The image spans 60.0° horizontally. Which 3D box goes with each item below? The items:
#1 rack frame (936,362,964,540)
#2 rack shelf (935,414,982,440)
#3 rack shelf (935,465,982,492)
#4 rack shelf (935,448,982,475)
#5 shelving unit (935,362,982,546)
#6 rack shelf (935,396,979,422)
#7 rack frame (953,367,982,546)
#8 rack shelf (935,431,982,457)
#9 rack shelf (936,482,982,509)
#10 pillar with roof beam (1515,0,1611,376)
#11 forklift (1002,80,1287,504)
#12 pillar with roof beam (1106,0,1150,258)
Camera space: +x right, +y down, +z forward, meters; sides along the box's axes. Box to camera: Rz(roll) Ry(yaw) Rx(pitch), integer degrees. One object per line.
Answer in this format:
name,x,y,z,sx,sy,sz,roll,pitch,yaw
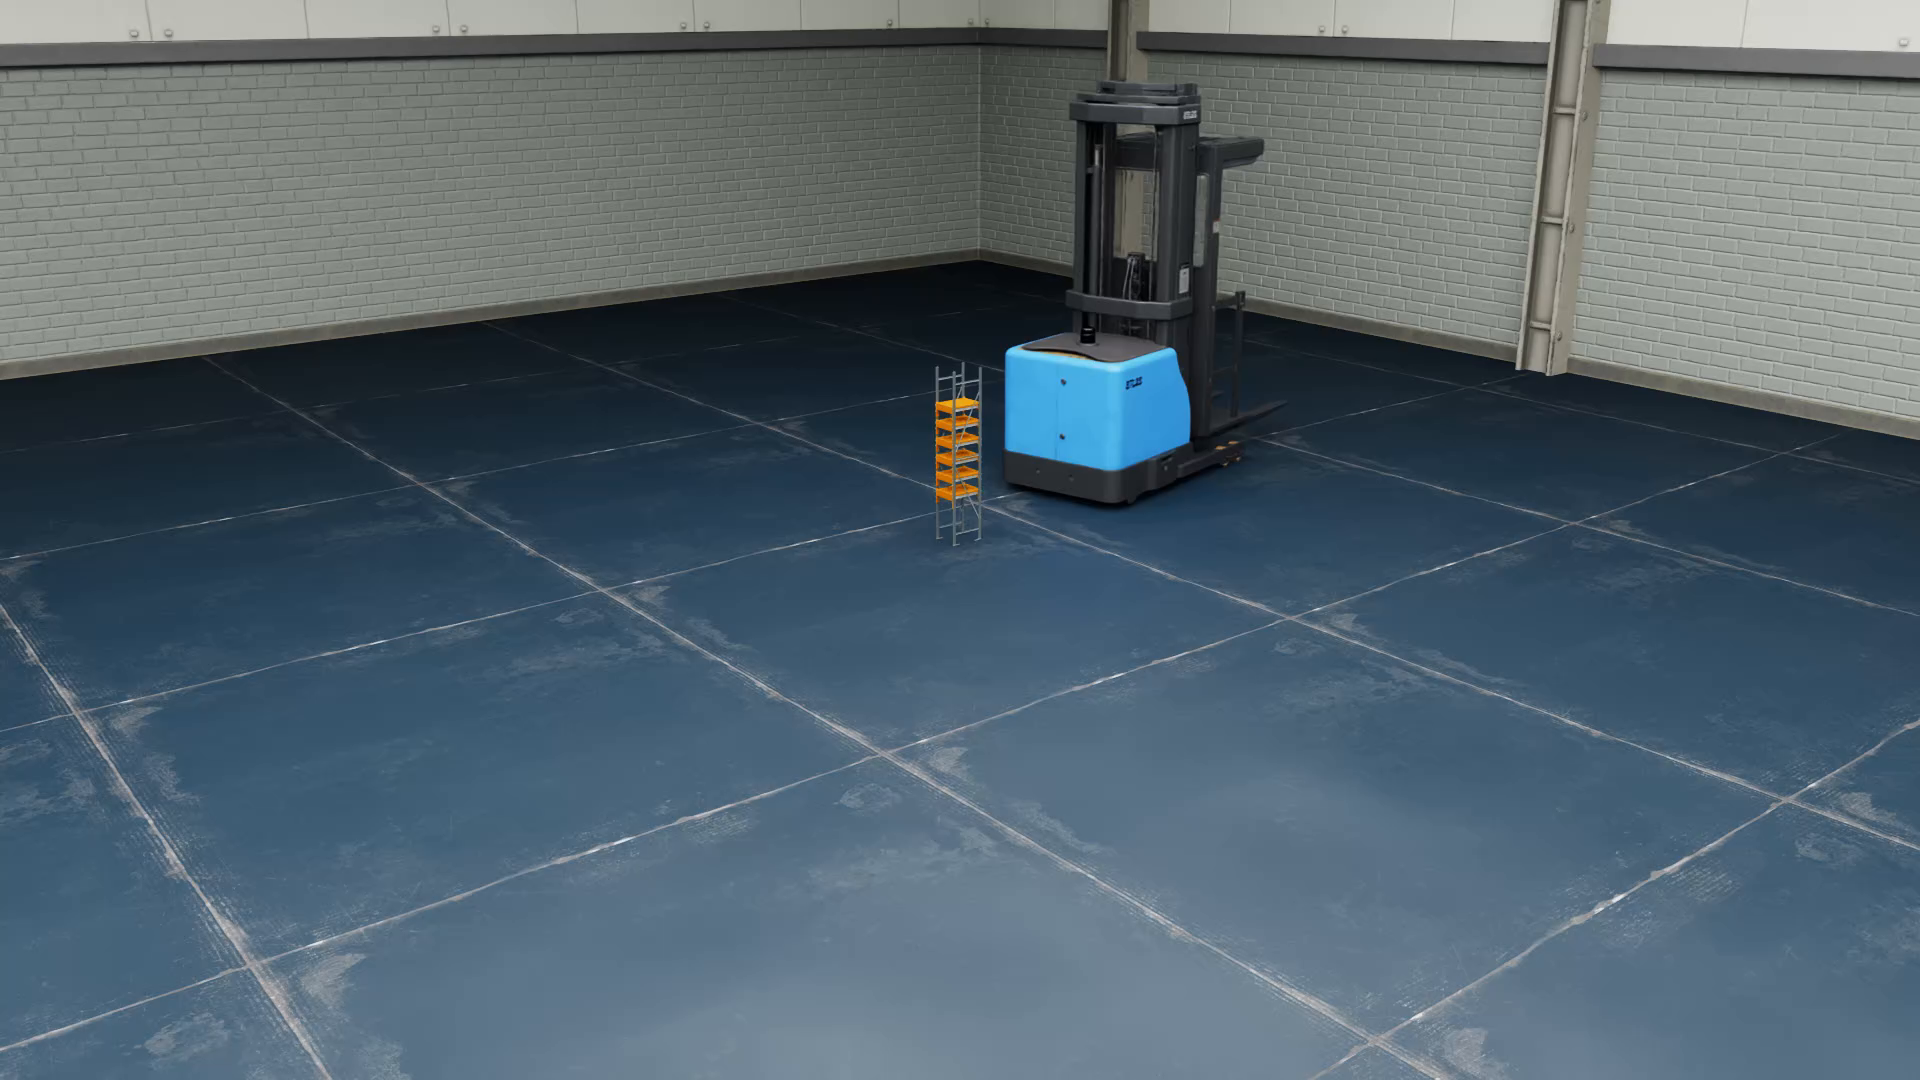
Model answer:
rack frame,-0.066,-0.596,11.253,0.240,1.200,0.006,-14,23,-36
rack shelf,-0.009,-0.759,11.123,0.258,0.103,0.180,-14,23,-36
rack shelf,-0.009,-0.417,11.236,0.258,0.103,0.180,-14,23,-36
rack shelf,-0.009,-0.531,11.199,0.258,0.103,0.180,-14,23,-36
shelving unit,-0.009,-0.573,11.185,0.258,1.200,0.189,-14,23,-36
rack shelf,-0.009,-0.873,11.085,0.258,0.103,0.180,-14,23,-36
rack frame,0.048,-0.551,11.117,0.240,1.200,0.006,-14,23,-36
rack shelf,-0.009,-0.645,11.161,0.258,0.103,0.180,-14,23,-36
rack shelf,-0.009,-0.303,11.274,0.258,0.103,0.180,-14,23,-36
pillar with roof beam,2.363,-5.104,12.460,9.100,9.000,0.400,-14,23,-36
forklift,1.614,-2.051,12.893,1.130,2.935,3.031,14,23,35
pillar with roof beam,-1.362,-6.582,16.925,9.100,9.000,0.400,-14,23,-36
